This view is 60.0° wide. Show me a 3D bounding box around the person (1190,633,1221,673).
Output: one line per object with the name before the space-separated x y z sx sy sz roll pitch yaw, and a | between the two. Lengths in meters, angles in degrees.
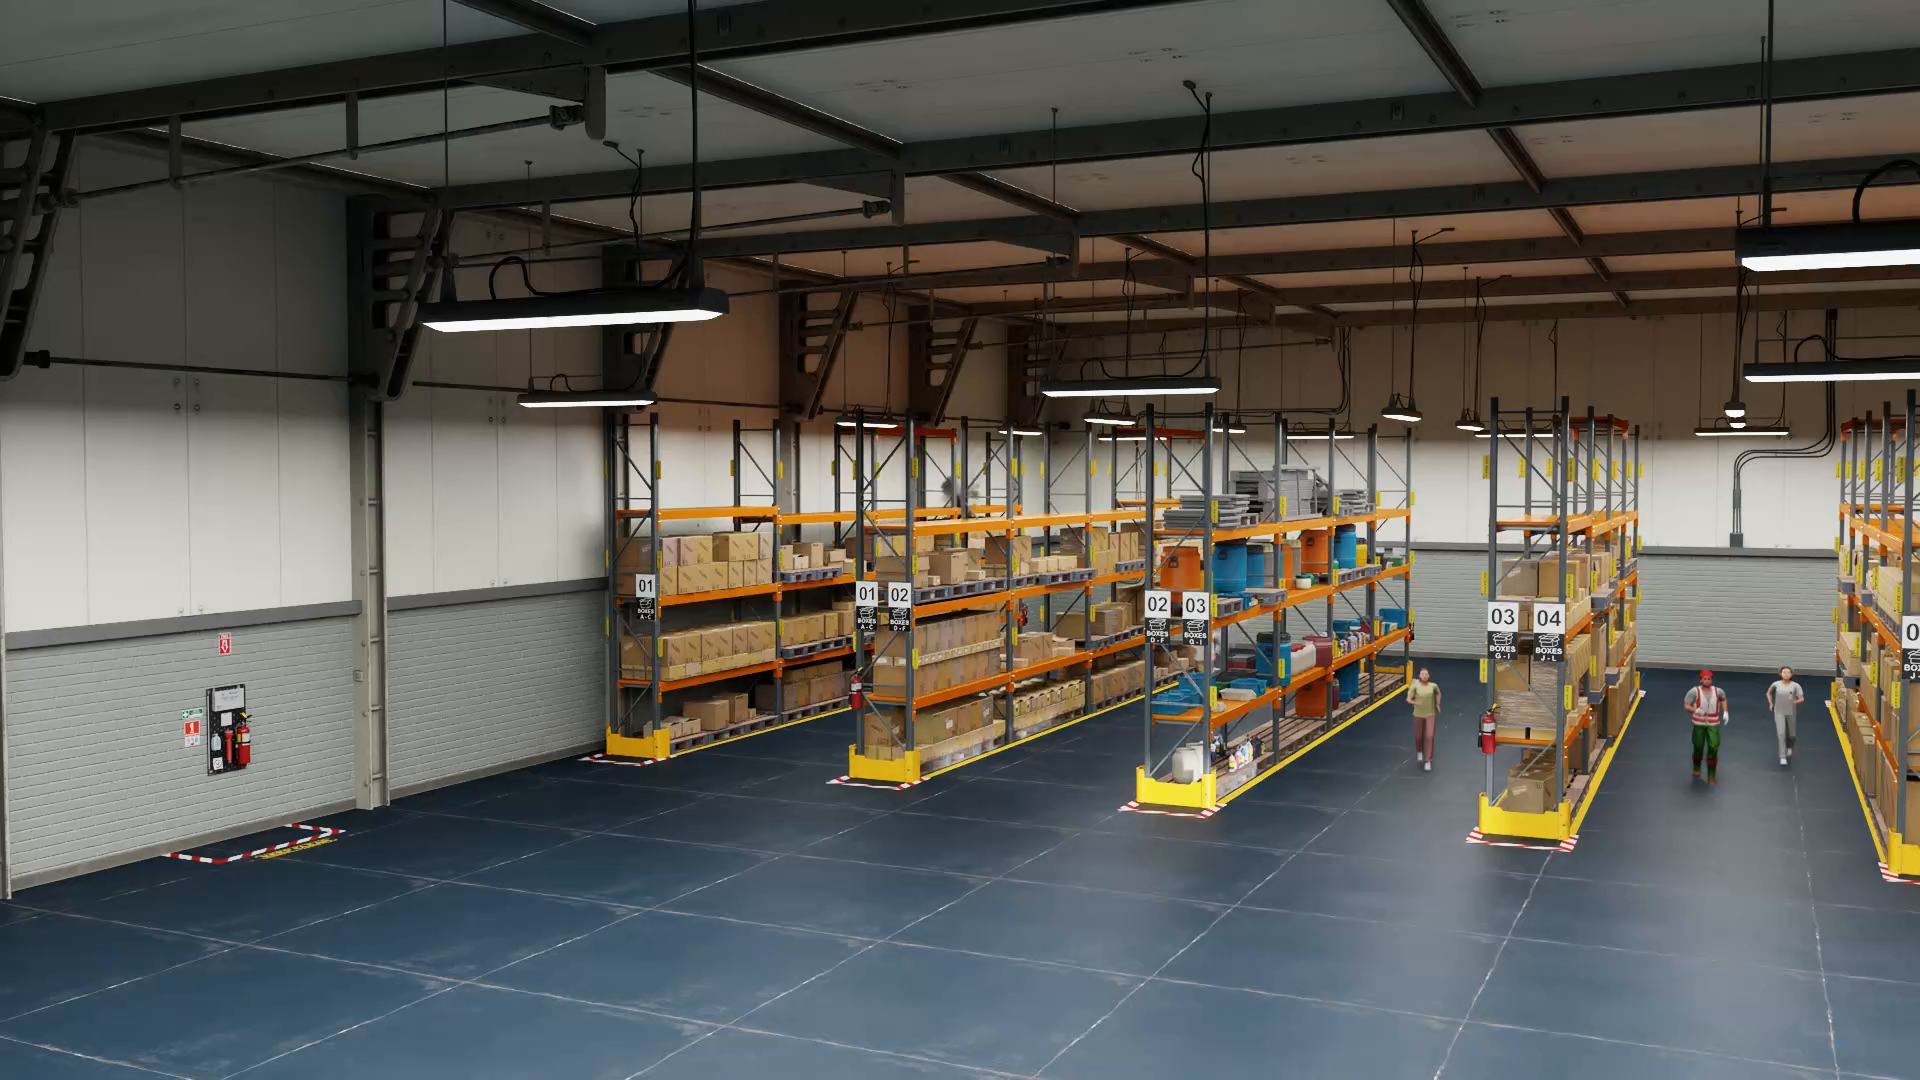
person | 5.270 2.613 35.936 0.604 1.810 0.803 1 3 24

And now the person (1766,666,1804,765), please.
person | 14.098 2.974 28.414 0.576 1.643 0.895 1 3 24

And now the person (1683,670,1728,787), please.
person | 11.923 2.999 26.591 0.678 1.865 0.781 1 2 16

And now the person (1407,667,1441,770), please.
person | 7.795 2.967 27.927 0.576 1.660 0.974 0 2 11
